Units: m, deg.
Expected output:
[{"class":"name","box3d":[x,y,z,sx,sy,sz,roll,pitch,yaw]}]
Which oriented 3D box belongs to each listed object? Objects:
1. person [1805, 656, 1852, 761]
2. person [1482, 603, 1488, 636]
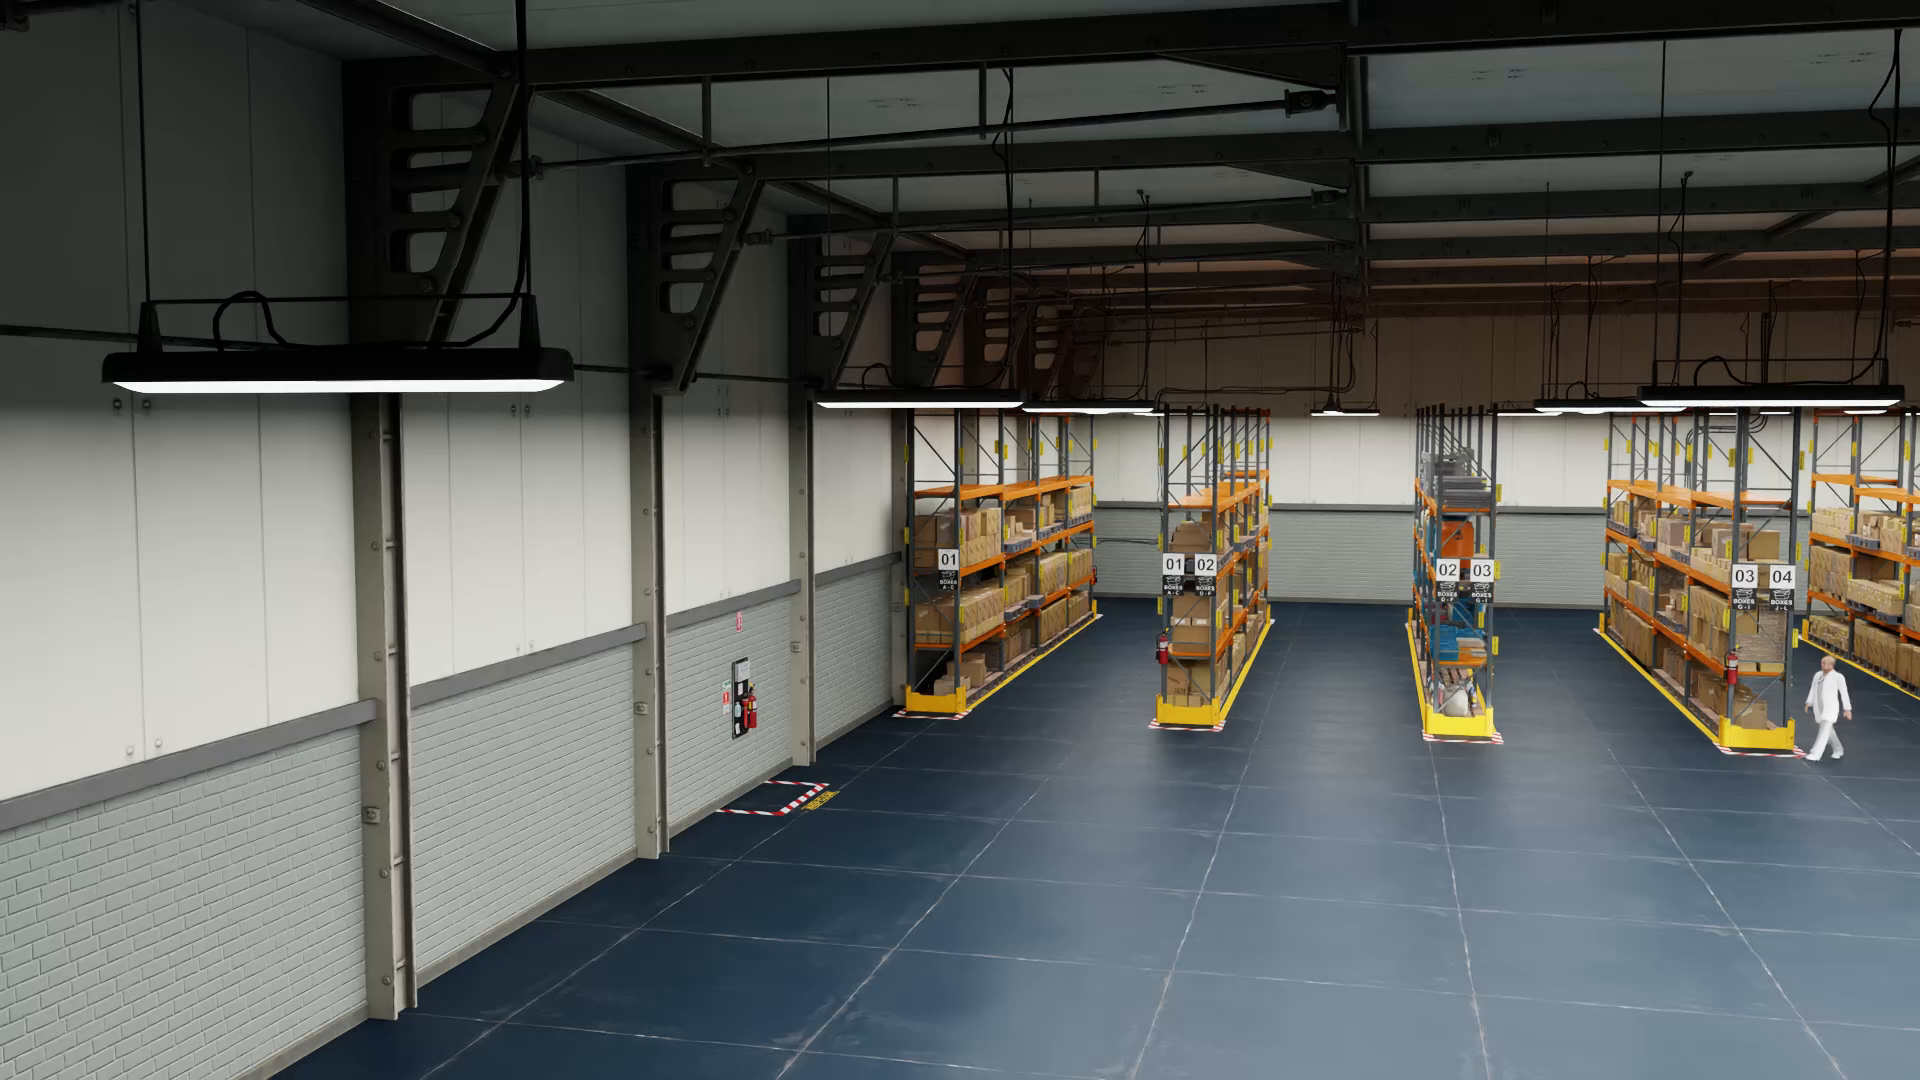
[{"class":"person","box3d":[14.451,2.811,27.788,1.032,1.721,0.677,-2,5,-25]},{"class":"person","box3d":[13.569,1.674,43.418,0.750,1.783,0.586,-1,4,-8]}]
